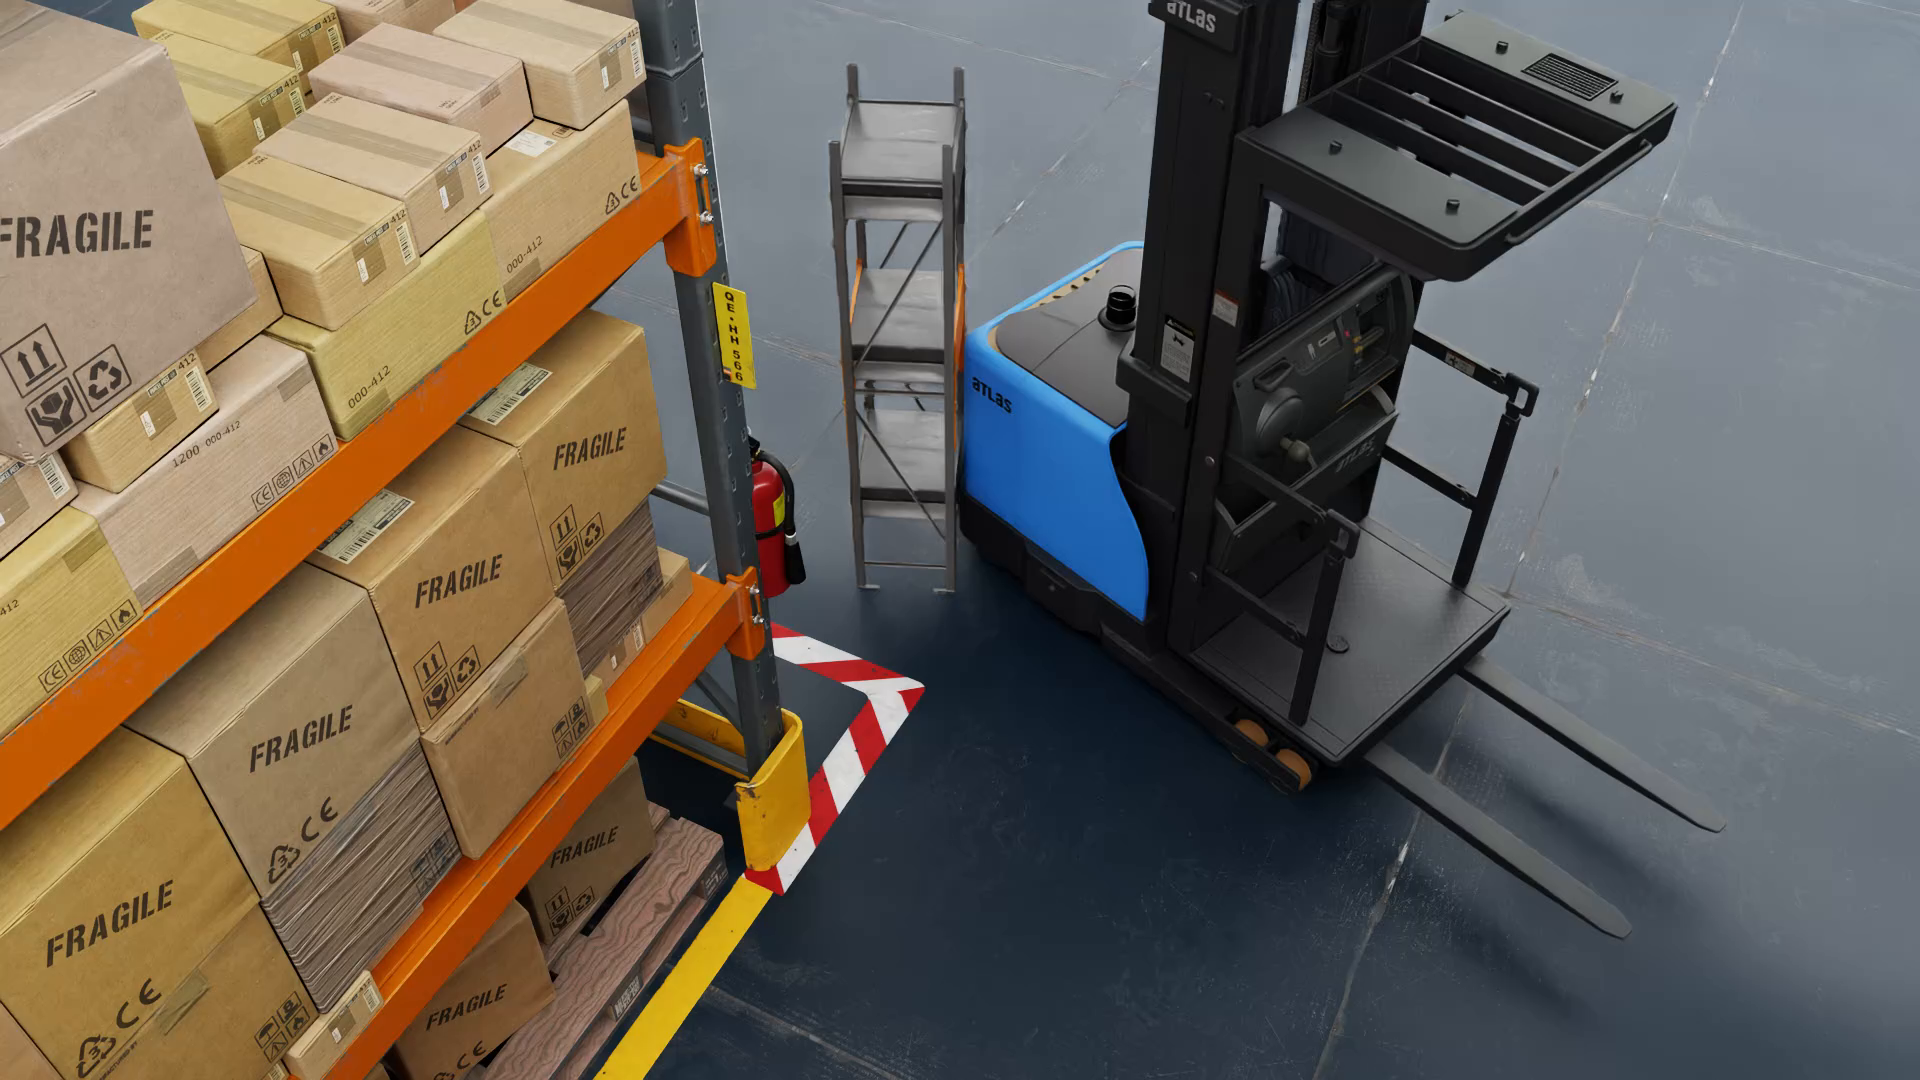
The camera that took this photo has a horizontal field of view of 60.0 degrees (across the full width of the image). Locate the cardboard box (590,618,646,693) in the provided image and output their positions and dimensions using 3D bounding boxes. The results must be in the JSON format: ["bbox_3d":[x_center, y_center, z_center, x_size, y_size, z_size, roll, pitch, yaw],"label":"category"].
[{"bbox_3d":[-1.146,0.277,4.824,0.380,0.149,0.250,20,49,19],"label":"cardboard box"}]

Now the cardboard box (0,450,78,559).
[{"bbox_3d":[-1.711,-0.105,2.741,0.380,0.149,0.250,18,48,17],"label":"cardboard box"}]

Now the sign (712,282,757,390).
[{"bbox_3d":[-0.598,-0.538,4.417,0.100,0.325,0.005,20,49,19],"label":"sign"}]

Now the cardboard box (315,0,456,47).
[{"bbox_3d":[-1.413,-1.261,3.883,0.380,0.149,0.250,20,49,19],"label":"cardboard box"}]

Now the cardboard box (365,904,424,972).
[{"bbox_3d":[-1.595,0.913,4.195,0.380,0.149,0.250,20,49,19],"label":"cardboard box"}]

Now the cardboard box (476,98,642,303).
[{"bbox_3d":[-1.079,-0.830,3.738,0.500,0.250,0.500,22,49,20],"label":"cardboard box"}]

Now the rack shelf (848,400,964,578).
[{"bbox_3d":[-0.203,-0.205,6.760,0.431,0.518,0.480,3,45,3],"label":"rack shelf"}]

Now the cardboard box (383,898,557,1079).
[{"bbox_3d":[-1.632,1.291,5.107,0.500,0.500,0.500,33,54,29],"label":"cardboard box"}]

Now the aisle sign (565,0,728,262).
[{"bbox_3d":[-0.786,-1.070,4.151,0.394,0.787,0.004,20,49,19],"label":"aisle sign"}]

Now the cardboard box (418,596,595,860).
[{"bbox_3d":[-1.485,0.336,4.309,0.875,0.500,0.500,20,49,19],"label":"cardboard box"}]

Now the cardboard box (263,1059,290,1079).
[{"bbox_3d":[-1.810,1.234,3.878,0.380,0.149,0.250,20,49,19],"label":"cardboard box"}]

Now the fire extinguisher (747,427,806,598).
[{"bbox_3d":[-0.619,-0.109,5.083,0.296,0.674,0.183,20,49,19],"label":"fire extinguisher"}]

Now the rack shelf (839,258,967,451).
[{"bbox_3d":[-0.204,-0.697,6.262,0.431,0.518,0.480,3,45,3],"label":"rack shelf"}]

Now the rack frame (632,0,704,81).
[{"bbox_3d":[-1.080,-2.325,3.001,1.000,3.000,0.127,20,49,19],"label":"rack frame"}]

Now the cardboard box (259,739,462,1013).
[{"bbox_3d":[-1.756,0.637,4.012,0.875,0.500,0.500,20,49,19],"label":"cardboard box"}]

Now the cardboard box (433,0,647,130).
[{"bbox_3d":[-0.932,-1.080,3.704,0.380,0.149,0.250,20,49,19],"label":"cardboard box"}]

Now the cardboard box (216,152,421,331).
[{"bbox_3d":[-1.283,-0.580,3.210,0.380,0.149,0.250,21,49,19],"label":"cardboard box"}]

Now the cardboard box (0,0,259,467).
[{"bbox_3d":[-1.575,-0.526,2.701,0.500,0.500,0.500,20,49,19],"label":"cardboard box"}]

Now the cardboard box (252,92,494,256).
[{"bbox_3d":[-1.187,-0.746,3.374,0.380,0.149,0.250,18,48,17],"label":"cardboard box"}]

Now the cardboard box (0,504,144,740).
[{"bbox_3d":[-1.782,0.124,2.795,0.500,0.250,0.500,20,49,18],"label":"cardboard box"}]

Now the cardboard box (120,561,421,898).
[{"bbox_3d":[-1.578,0.352,3.591,0.500,0.500,0.500,20,49,19],"label":"cardboard box"}]

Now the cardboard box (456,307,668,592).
[{"bbox_3d":[-1.116,-0.279,4.214,0.500,0.500,0.500,20,49,19],"label":"cardboard box"}]

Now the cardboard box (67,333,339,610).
[{"bbox_3d":[-1.553,-0.195,3.110,0.500,0.250,0.500,21,49,20],"label":"cardboard box"}]

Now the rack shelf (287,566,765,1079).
[{"bbox_3d":[-2.008,1.297,4.145,1.077,0.370,4.000,20,49,19],"label":"rack shelf"}]

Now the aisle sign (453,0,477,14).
[{"bbox_3d":[-1.317,-1.268,4.346,0.394,0.787,0.004,20,49,19],"label":"aisle sign"}]

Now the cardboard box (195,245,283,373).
[{"bbox_3d":[-1.508,-0.465,3.097,0.380,0.149,0.250,21,49,20],"label":"cardboard box"}]

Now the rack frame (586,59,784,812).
[{"bbox_3d":[-1.080,-0.216,5.134,1.000,3.000,0.127,20,49,19],"label":"rack frame"}]

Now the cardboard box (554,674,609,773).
[{"bbox_3d":[-1.217,0.452,4.651,0.380,0.149,0.250,20,49,19],"label":"cardboard box"}]

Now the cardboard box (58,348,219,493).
[{"bbox_3d":[-1.543,-0.263,2.897,0.380,0.149,0.250,18,48,17],"label":"cardboard box"}]

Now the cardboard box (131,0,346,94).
[{"bbox_3d":[-1.619,-1.129,3.753,0.380,0.149,0.250,21,49,20],"label":"cardboard box"}]

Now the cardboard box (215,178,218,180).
[{"bbox_3d":[-1.767,-0.673,3.582,0.500,0.250,0.500,19,48,18],"label":"cardboard box"}]

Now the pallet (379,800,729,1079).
[{"bbox_3d":[-1.524,1.312,5.585,1.003,0.211,1.213,20,49,19],"label":"pallet"}]

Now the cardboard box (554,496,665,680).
[{"bbox_3d":[-1.360,-0.018,4.660,0.875,0.500,0.500,20,49,19],"label":"cardboard box"}]

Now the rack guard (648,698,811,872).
[{"bbox_3d":[-1.115,0.711,5.976,1.175,0.500,0.348,20,49,19],"label":"rack guard"}]

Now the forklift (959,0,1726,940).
[{"bbox_3d":[1.373,-0.515,5.479,1.130,2.935,3.031,-34,54,-29],"label":"forklift"}]

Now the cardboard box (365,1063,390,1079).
[{"bbox_3d":[-1.939,1.679,4.724,0.500,0.500,0.500,25,50,23],"label":"cardboard box"}]

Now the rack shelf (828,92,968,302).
[{"bbox_3d":[-0.204,-1.190,5.764,0.431,0.518,0.480,3,45,3],"label":"rack shelf"}]

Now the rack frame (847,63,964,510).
[{"bbox_3d":[-0.186,-0.880,6.423,0.400,2.100,0.015,3,45,3],"label":"rack frame"}]

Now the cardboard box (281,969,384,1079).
[{"bbox_3d":[-1.633,1.100,4.011,0.380,0.149,0.250,20,49,19],"label":"cardboard box"}]

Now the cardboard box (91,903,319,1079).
[{"bbox_3d":[-1.998,0.948,3.704,0.875,0.500,0.500,20,49,19],"label":"cardboard box"}]

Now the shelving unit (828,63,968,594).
[{"bbox_3d":[-0.204,-0.707,6.252,0.431,2.100,0.503,3,45,3],"label":"shelving unit"}]

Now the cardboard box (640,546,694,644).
[{"bbox_3d":[-1.029,0.120,4.979,0.380,0.149,0.250,20,49,19],"label":"cardboard box"}]

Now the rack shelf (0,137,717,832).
[{"bbox_3d":[-2.008,0.242,3.078,1.077,0.370,4.000,20,49,19],"label":"rack shelf"}]

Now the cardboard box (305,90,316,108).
[{"bbox_3d":[-1.533,-1.000,3.905,0.500,0.250,0.500,22,49,20],"label":"cardboard box"}]

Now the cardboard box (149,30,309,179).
[{"bbox_3d":[-1.627,-0.930,3.556,0.380,0.149,0.250,20,49,18],"label":"cardboard box"}]

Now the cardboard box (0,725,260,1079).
[{"bbox_3d":[-1.817,0.664,3.282,0.500,0.500,0.500,20,49,19],"label":"cardboard box"}]

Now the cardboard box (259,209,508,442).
[{"bbox_3d":[-1.308,-0.515,3.426,0.500,0.250,0.500,21,49,19],"label":"cardboard box"}]

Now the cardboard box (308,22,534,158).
[{"bbox_3d":[-1.157,-0.955,3.581,0.380,0.149,0.250,19,48,18],"label":"cardboard box"}]

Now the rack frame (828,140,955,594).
[{"bbox_3d":[-0.222,-0.534,6.081,0.400,2.100,0.015,3,45,3],"label":"rack frame"}]

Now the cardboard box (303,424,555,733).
[{"bbox_3d":[-1.343,0.038,3.901,0.500,0.500,0.500,20,49,19],"label":"cardboard box"}]

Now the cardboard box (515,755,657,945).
[{"bbox_3d":[-1.385,0.903,5.491,0.500,0.500,0.500,29,52,26],"label":"cardboard box"}]
